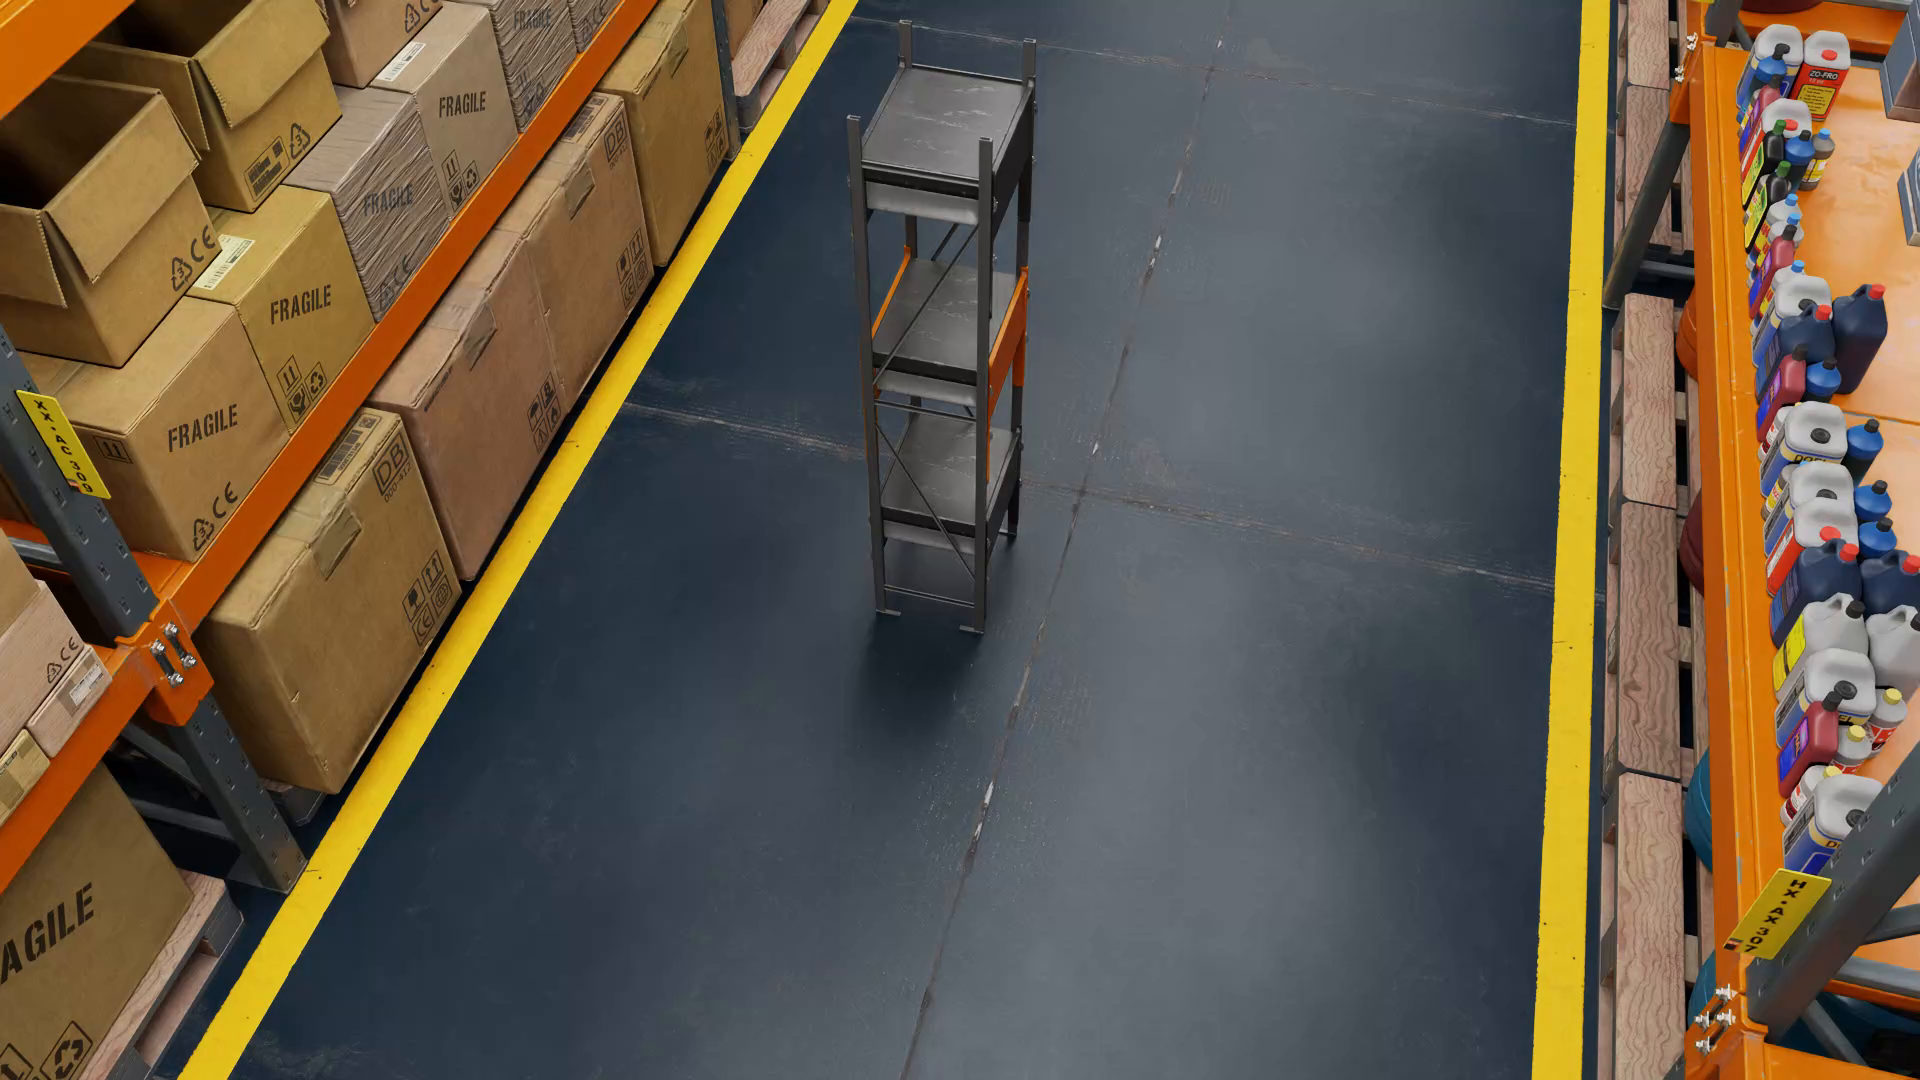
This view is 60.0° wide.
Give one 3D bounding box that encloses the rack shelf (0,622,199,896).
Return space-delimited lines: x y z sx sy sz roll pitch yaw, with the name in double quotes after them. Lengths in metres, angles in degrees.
-3.113 1.674 3.252 1.077 0.370 4.000 12 50 10 "rack shelf"

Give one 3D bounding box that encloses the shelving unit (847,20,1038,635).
-0.044 -0.575 5.357 0.431 2.100 0.503 12 50 10 "shelving unit"

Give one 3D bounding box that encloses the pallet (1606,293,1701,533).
3.078 -0.425 6.485 1.003 0.211 1.213 12 50 10 "pallet"

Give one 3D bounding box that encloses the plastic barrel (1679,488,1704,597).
2.835 -0.093 5.660 0.600 0.588 0.708 12 50 10 "plastic barrel"

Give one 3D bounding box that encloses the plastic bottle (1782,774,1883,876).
1.984 0.659 3.750 0.152 0.276 0.135 12 50 10 "plastic bottle"

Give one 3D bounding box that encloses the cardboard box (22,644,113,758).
-2.350 0.358 4.101 0.380 0.149 0.250 12 50 10 "cardboard box"

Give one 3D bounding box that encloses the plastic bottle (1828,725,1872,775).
2.082 0.510 3.932 0.097 0.201 0.097 0 49 0 "plastic bottle"

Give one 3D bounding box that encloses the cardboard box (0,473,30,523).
-2.727 -0.436 4.567 0.500 0.500 0.500 12 50 10 "cardboard box"

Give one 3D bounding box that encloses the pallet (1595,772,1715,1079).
2.435 1.340 4.927 1.003 0.211 1.213 12 50 10 "pallet"

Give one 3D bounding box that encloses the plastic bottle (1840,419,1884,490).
2.435 -0.222 4.532 0.097 0.271 0.097 0 49 0 "plastic bottle"

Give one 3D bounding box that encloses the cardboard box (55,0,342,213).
-2.234 -1.333 4.690 0.797 0.503 0.637 12 50 10 "cardboard box"

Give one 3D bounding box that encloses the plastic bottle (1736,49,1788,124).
2.762 -1.556 5.709 0.097 0.271 0.097 0 49 0 "plastic bottle"

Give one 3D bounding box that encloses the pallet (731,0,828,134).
-1.326 -2.546 8.356 1.003 0.211 1.213 12 50 10 "pallet"

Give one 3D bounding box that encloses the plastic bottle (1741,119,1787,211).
2.618 -1.216 5.400 0.061 0.283 0.133 12 50 10 "plastic bottle"

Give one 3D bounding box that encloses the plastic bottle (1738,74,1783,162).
2.689 -1.410 5.572 0.061 0.283 0.133 12 50 10 "plastic bottle"

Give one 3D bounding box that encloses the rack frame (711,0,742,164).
-1.533 -2.904 6.812 1.000 3.000 0.127 12 50 10 "rack frame"

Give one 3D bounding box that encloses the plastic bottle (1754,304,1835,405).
2.408 -0.543 4.762 0.144 0.351 0.185 12 50 10 "plastic bottle"

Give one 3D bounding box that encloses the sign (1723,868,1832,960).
1.662 0.765 3.389 0.100 0.325 0.005 12 50 10 "sign"

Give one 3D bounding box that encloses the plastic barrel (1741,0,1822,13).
3.075 -2.367 6.248 0.600 0.536 0.708 12 50 10 "plastic barrel"

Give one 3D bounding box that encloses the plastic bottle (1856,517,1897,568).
2.338 0.043 4.298 0.097 0.271 0.097 0 49 0 "plastic bottle"

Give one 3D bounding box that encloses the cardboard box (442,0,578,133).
-1.695 -1.795 5.767 0.500 0.500 0.500 10 49 9 "cardboard box"

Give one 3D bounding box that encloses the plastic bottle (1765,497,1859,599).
2.213 0.030 4.306 0.152 0.276 0.135 12 50 10 "plastic bottle"

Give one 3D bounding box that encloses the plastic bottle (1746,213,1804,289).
2.519 -0.888 5.119 0.097 0.271 0.097 0 49 0 "plastic bottle"

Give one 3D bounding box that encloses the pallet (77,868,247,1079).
-2.862 1.447 4.832 1.003 0.211 1.213 12 50 10 "pallet"

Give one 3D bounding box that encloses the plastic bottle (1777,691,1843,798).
2.001 0.480 3.903 0.061 0.283 0.133 12 50 10 "plastic bottle"

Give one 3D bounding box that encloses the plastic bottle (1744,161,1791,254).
2.557 -1.049 5.253 0.061 0.283 0.133 12 50 10 "plastic bottle"

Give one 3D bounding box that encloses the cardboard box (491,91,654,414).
-1.977 -1.201 6.447 1.225 0.875 0.875 12 50 10 "cardboard box"

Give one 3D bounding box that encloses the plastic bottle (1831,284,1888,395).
2.590 -0.610 4.821 0.144 0.351 0.185 12 50 10 "plastic bottle"

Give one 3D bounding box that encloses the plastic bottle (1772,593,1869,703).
2.118 0.254 4.058 0.144 0.351 0.185 12 50 10 "plastic bottle"

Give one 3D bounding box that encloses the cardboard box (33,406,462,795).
-2.437 0.087 5.310 1.225 0.875 0.875 12 50 10 "cardboard box"

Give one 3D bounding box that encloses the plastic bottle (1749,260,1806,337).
2.458 -0.721 4.971 0.097 0.271 0.097 0 49 0 "plastic bottle"

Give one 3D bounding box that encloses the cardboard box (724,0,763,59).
-1.376 -2.711 8.016 0.700 0.500 0.500 9 49 8 "cardboard box"

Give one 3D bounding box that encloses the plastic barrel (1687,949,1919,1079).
2.352 1.132 4.370 0.600 0.901 0.708 12 50 10 "plastic barrel"

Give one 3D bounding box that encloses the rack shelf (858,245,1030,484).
-0.044 -0.566 5.367 0.431 0.518 0.480 12 50 10 "rack shelf"

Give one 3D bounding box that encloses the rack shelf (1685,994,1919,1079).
1.666 2.651 2.389 1.077 0.370 4.000 12 50 10 "rack shelf"

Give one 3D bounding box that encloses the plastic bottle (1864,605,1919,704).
2.257 0.282 4.033 0.144 0.351 0.185 12 50 10 "plastic bottle"

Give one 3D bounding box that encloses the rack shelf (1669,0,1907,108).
3.771 -3.135 7.496 1.077 0.370 4.000 12 50 10 "rack shelf"

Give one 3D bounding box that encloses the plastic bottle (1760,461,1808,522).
2.252 -0.132 4.498 0.097 0.201 0.097 0 49 0 "plastic bottle"

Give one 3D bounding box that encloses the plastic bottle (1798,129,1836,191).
2.823 -1.266 5.499 0.097 0.201 0.097 0 49 0 "plastic bottle"

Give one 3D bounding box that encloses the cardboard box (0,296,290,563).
-2.224 -0.327 4.471 0.500 0.500 0.500 12 50 10 "cardboard box"

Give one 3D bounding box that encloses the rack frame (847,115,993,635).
-0.108 -0.399 5.201 0.400 2.100 0.015 12 50 10 "rack frame"

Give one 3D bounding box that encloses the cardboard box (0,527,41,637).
-2.449 0.078 3.582 0.500 0.500 0.500 13 50 11 "cardboard box"

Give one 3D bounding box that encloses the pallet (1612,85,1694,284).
3.486 -1.556 7.483 1.003 0.211 1.213 12 50 10 "pallet"

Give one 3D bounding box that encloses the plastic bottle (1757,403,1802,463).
2.313 -0.300 4.646 0.097 0.201 0.097 0 49 0 "plastic bottle"

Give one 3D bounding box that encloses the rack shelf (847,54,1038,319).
-0.044 -1.029 4.842 0.431 0.518 0.480 12 50 10 "rack shelf"

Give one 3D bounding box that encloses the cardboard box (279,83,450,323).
-1.960 -1.053 5.112 0.500 0.500 0.500 11 49 9 "cardboard box"
